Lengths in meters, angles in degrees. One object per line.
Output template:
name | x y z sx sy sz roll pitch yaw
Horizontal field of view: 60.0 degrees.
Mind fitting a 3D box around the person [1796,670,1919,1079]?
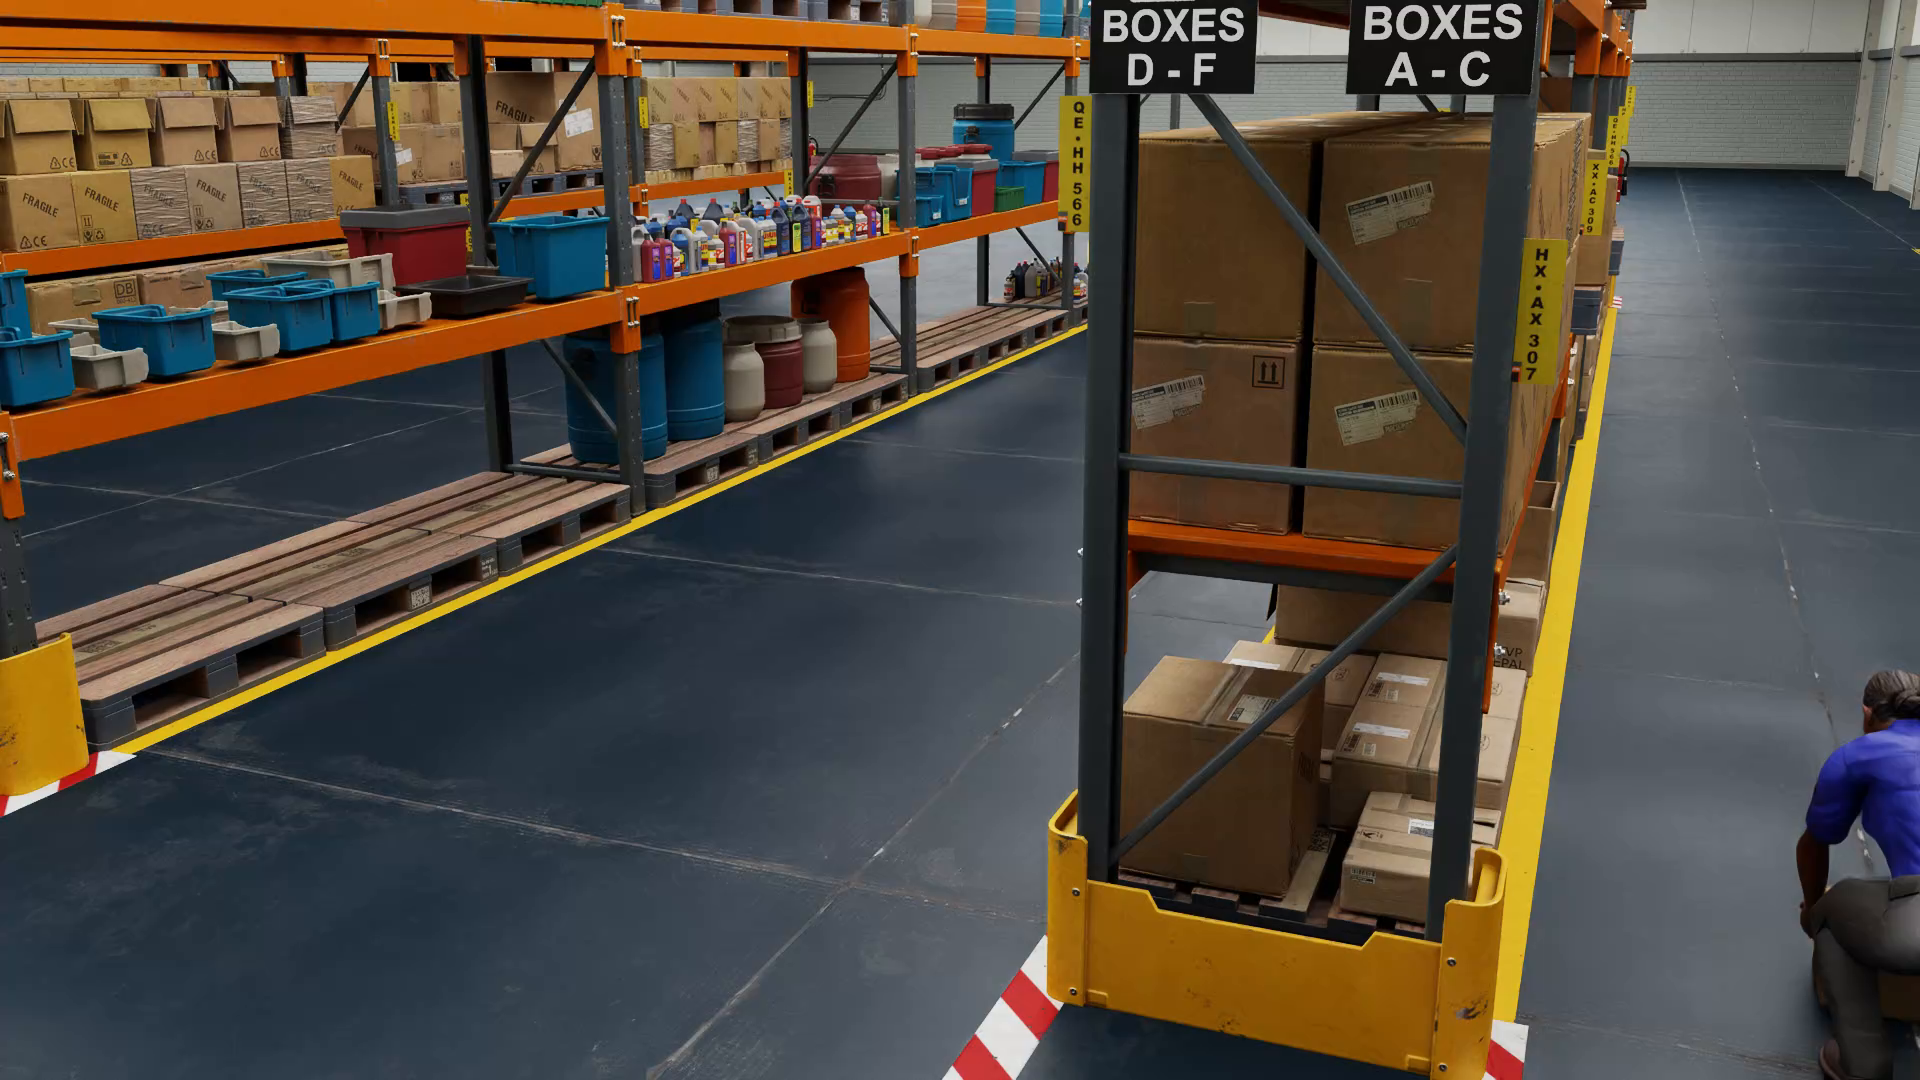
person | 2.375 0.887 4.127 0.486 0.977 0.783 5 16 16
